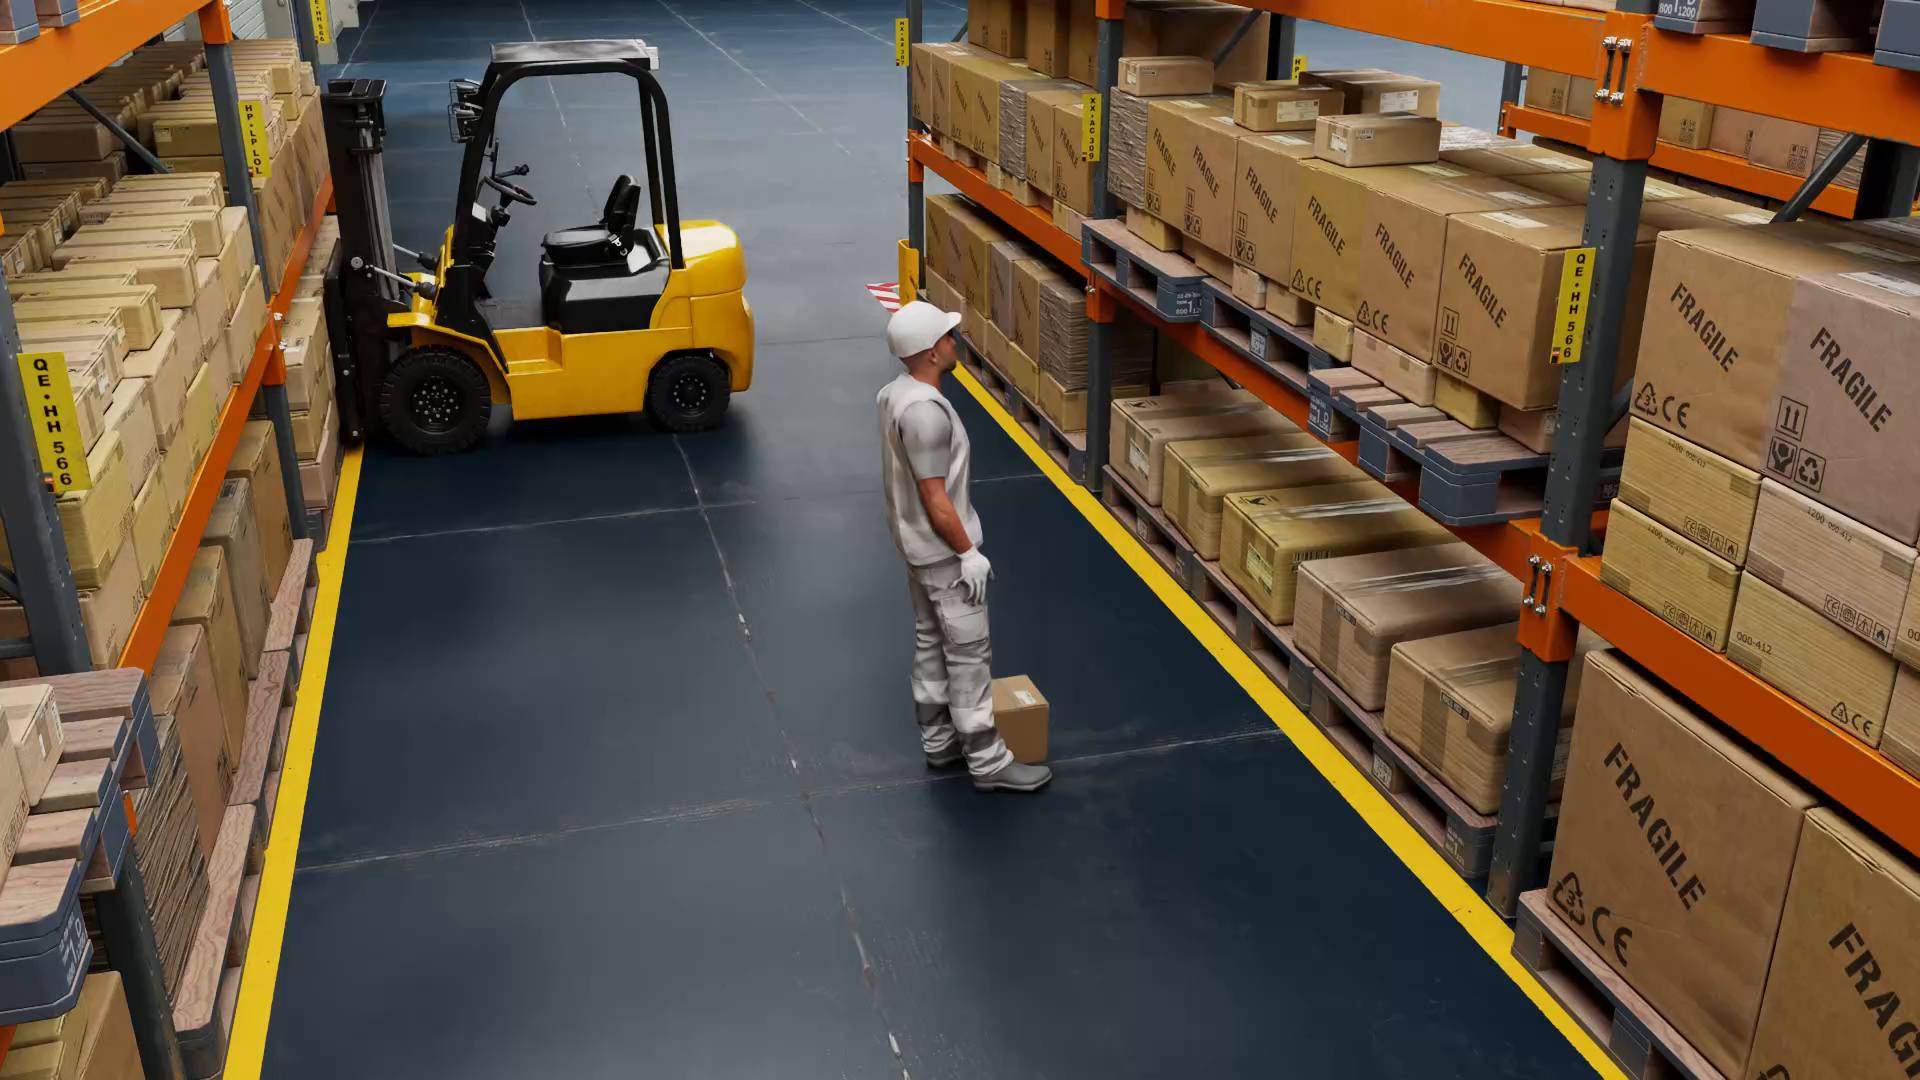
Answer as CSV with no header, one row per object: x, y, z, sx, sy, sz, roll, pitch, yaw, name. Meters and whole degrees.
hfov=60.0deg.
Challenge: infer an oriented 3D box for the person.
0.004,0.014,6.007,0.561,1.788,0.627,-6,23,-14,person
